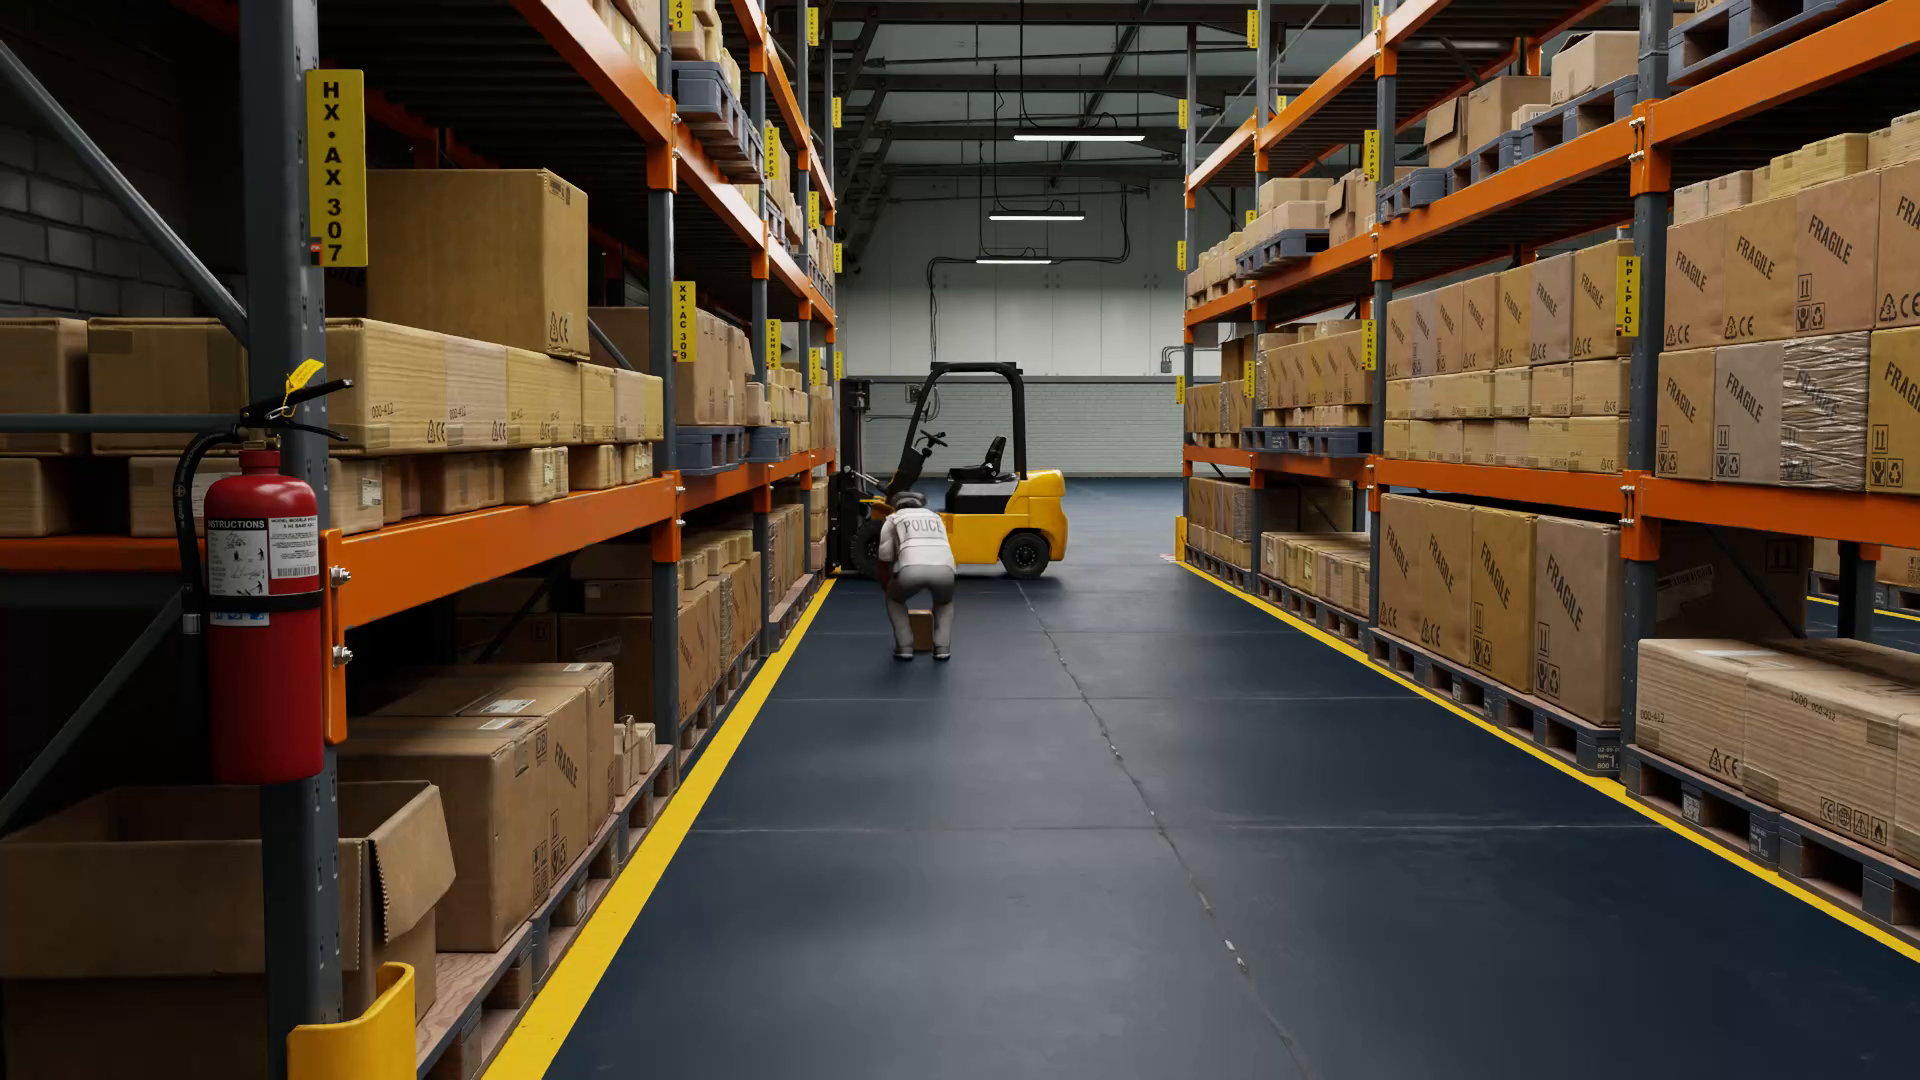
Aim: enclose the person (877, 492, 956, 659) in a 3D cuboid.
[{"bbox_3d":[-0.288,0.230,10.951,0.494,1.083,0.834,0,4,-7],"label":"person"}]
